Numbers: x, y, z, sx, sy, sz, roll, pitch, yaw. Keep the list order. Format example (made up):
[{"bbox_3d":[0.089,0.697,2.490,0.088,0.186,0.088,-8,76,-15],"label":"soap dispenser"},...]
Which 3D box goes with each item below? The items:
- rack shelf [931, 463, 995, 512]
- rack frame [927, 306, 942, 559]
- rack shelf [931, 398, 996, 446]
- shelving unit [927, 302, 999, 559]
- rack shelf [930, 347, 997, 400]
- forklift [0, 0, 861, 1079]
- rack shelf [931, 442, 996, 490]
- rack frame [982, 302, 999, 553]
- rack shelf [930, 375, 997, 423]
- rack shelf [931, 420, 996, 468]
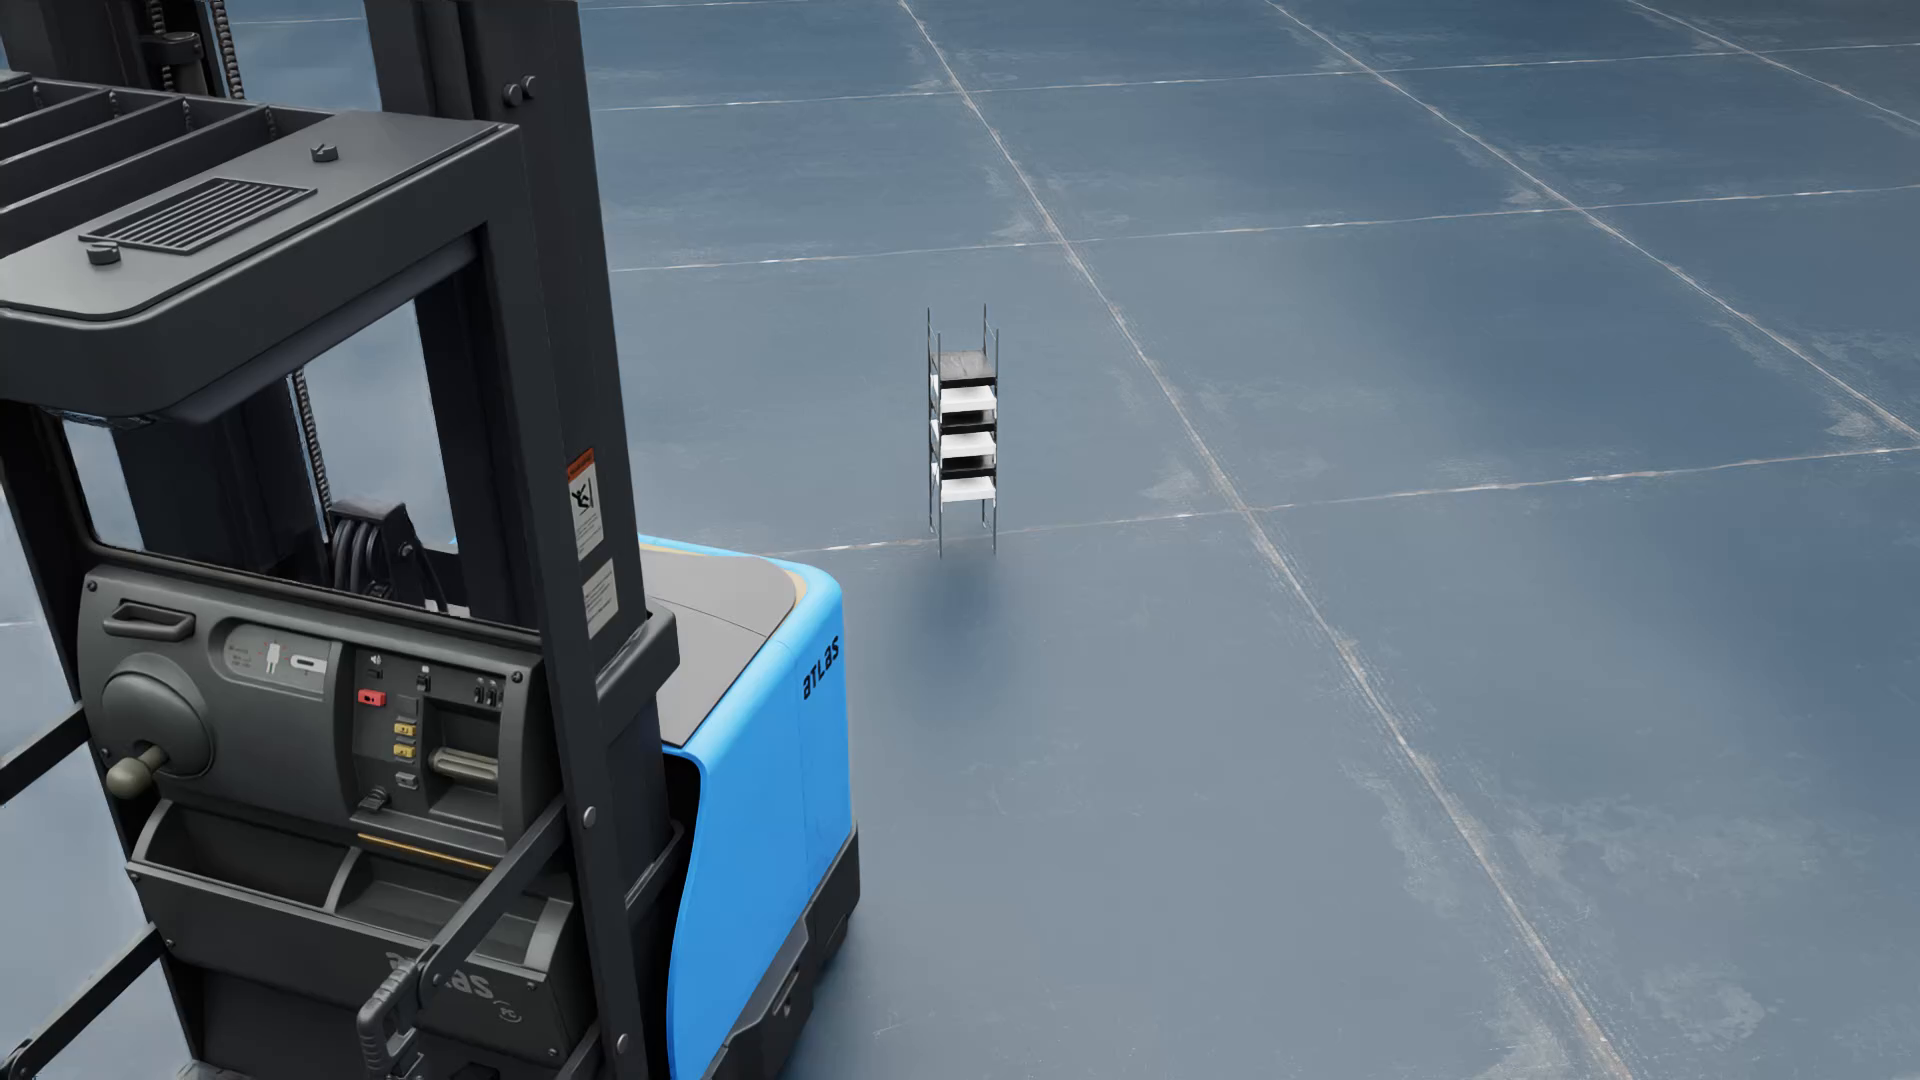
[{"bbox_3d":[0.008,-0.205,6.131,0.200,0.077,0.258,-5,31,-9],"label":"rack shelf"},{"bbox_3d":[-0.092,-0.379,6.007,0.006,0.900,0.240,-5,31,-9],"label":"rack frame"},{"bbox_3d":[0.008,-0.437,5.994,0.200,0.077,0.258,-5,31,-9],"label":"rack shelf"},{"bbox_3d":[0.008,-0.389,6.023,0.210,0.900,0.258,-5,31,-9],"label":"shelving unit"},{"bbox_3d":[0.008,-0.593,5.903,0.200,0.077,0.258,-5,31,-9],"label":"rack shelf"},{"bbox_3d":[-1.227,0.360,2.746,1.130,2.935,3.031,10,32,16],"label":"forklift"},{"bbox_3d":[0.008,-0.282,6.086,0.200,0.077,0.258,-5,31,-9],"label":"rack shelf"},{"bbox_3d":[0.108,-0.398,6.039,0.006,0.900,0.240,-5,31,-9],"label":"rack frame"},{"bbox_3d":[0.008,-0.515,5.949,0.200,0.077,0.258,-5,31,-9],"label":"rack shelf"},{"bbox_3d":[0.008,-0.360,6.040,0.200,0.077,0.258,-5,31,-9],"label":"rack shelf"}]
